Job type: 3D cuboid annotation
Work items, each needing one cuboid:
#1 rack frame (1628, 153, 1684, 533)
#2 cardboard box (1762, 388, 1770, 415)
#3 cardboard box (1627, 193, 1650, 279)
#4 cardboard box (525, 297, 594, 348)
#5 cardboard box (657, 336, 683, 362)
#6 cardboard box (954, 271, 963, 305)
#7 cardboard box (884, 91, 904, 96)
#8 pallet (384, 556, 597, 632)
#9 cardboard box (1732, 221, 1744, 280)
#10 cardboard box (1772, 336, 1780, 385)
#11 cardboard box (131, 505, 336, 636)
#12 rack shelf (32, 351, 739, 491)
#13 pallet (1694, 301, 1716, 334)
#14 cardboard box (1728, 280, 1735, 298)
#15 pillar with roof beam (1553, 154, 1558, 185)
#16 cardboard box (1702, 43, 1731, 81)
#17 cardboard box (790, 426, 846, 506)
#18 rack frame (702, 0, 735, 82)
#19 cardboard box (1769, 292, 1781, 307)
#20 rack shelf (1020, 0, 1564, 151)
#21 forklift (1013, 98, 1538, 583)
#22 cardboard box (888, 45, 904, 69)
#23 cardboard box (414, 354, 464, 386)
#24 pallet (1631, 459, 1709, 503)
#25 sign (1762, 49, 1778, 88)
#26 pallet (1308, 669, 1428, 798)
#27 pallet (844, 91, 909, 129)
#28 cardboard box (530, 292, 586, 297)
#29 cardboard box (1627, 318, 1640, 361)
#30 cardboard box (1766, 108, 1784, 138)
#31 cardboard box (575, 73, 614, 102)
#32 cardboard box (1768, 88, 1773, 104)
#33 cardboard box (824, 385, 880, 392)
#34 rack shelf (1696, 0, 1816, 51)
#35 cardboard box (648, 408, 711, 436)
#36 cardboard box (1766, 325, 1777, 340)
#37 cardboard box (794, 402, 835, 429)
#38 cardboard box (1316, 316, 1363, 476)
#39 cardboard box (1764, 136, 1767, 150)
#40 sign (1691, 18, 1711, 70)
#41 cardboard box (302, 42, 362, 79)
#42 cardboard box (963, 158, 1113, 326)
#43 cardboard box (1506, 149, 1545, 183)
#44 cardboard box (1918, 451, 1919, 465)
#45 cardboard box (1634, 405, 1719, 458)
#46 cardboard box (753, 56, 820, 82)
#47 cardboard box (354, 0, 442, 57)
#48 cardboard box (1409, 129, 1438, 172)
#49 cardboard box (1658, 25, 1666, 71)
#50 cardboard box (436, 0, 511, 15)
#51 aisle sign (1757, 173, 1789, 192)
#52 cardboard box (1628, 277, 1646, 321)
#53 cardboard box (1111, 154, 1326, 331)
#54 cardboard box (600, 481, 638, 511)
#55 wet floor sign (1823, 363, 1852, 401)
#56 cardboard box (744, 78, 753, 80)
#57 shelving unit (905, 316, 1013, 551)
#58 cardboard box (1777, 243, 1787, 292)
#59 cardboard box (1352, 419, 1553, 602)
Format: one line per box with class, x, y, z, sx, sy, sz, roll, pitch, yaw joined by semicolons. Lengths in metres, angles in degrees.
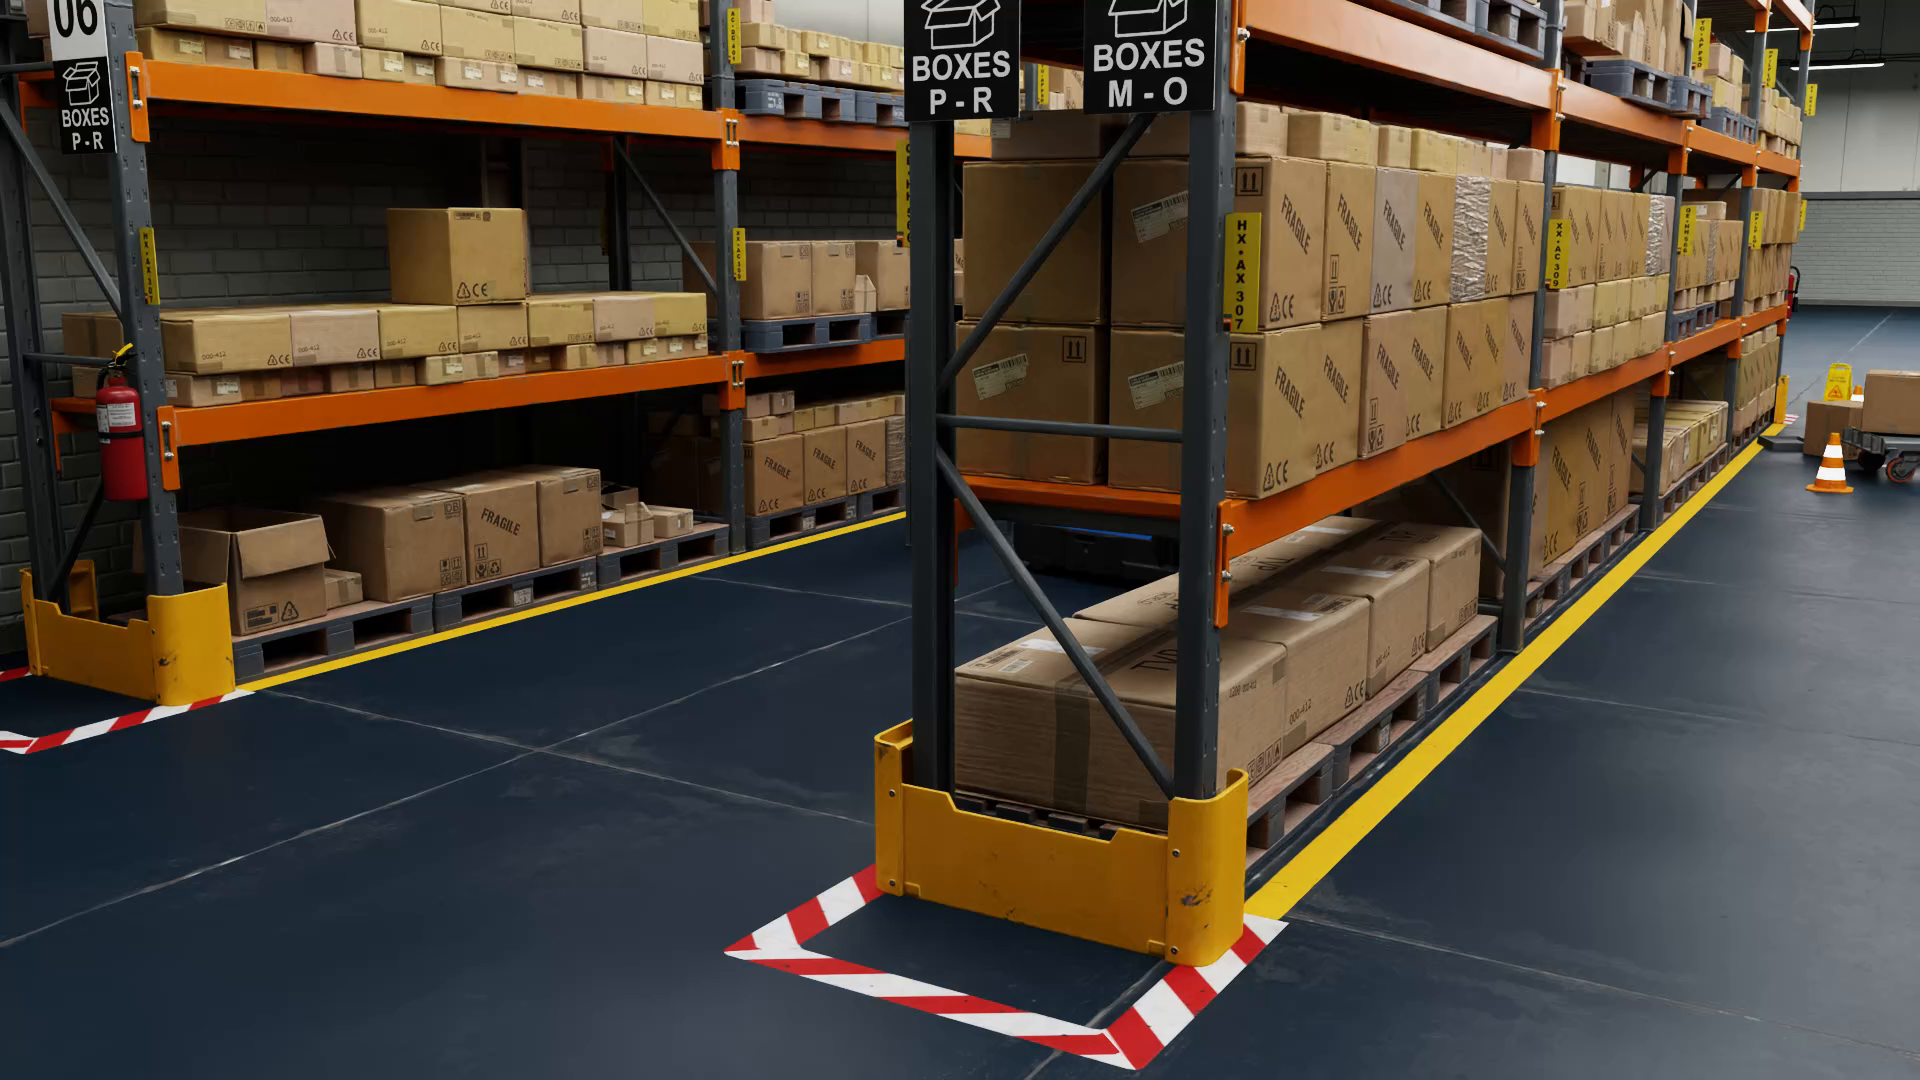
rack frame;4.458;-1.583;11.674;1.000;3.000;0.127;6;12;31
cardboard box;8.146;-1.463;17.361;0.500;0.250;0.500;6;12;31
cardboard box;3.890;-1.859;10.156;0.500;0.500;0.500;6;12;31
cardboard box;-2.437;-1.239;9.437;0.500;0.250;0.500;6;12;30
cardboard box;-1.929;-1.187;10.240;0.380;0.149;0.250;7;13;32
cardboard box;-0.058;-1.993;13.127;0.500;0.250;0.500;6;12;28
cardboard box;-0.455;-3.375;12.417;0.380;0.149;0.250;7;13;32
pallet;-2.853;0.244;9.495;1.003;0.211;1.213;6;12;31
cardboard box;6.491;-2.519;14.454;0.500;0.500;0.500;6;12;30
cardboard box;8.418;-1.914;17.734;0.500;0.500;0.500;6;12;31
cardboard box;-3.541;0.135;8.140;0.797;0.503;0.637;6;12;28
rack shelf;-2.901;-0.760;9.230;1.077;0.370;4.000;6;12;31
pallet;5.451;-1.804;13.375;1.003;0.211;1.213;6;12;31
cardboard box;6.503;-2.188;14.446;0.380;0.149;0.250;7;12;32
pillar with roof beam;16.260;-8.660;33.172;9.100;9.000;0.548;6;12;31
cardboard box;5.832;-3.799;13.267;0.500;0.250;0.500;7;12;32
cardboard box;-1.152;-0.545;11.779;0.500;0.500;0.500;6;12;30
rack frame;-1.863;-4.377;10.291;1.000;3.000;0.127;6;12;31
cardboard box;8.304;-2.507;17.289;0.380;0.149;0.250;7;12;32
rack shelf;1.343;-1.760;6.424;1.077;0.370;4.000;6;12;31
forklift;1.784;-1.151;9.549;3.031;2.935;1.130;9;14;39
cardboard box;-0.584;-3.433;11.866;0.380;0.149;0.250;6;12;31
cardboard box;-2.823;-0.899;8.699;0.380;0.149;0.250;6;12;29
pallet;5.499;-0.526;13.607;1.003;0.211;1.213;6;12;31
sign;7.011;-4.082;14.394;0.100;0.325;0.005;6;12;31
pallet;1.287;0.721;6.942;1.003;0.211;1.213;6;12;31
pallet;-0.929;-3.069;11.970;1.213;0.211;1.003;6;12;31
cardboard box;-2.605;-1.369;10.127;0.500;0.250;0.500;6;12;30
cardboard box;3.890;-1.246;10.278;0.500;0.250;0.500;6;12;30
cardboard box;7.528;-3.962;15.827;0.500;0.250;0.500;7;12;31
cardboard box;-2.205;-2.576;9.509;0.380;0.149;0.250;6;12;30
cardboard box;7.232;-4.058;15.256;0.380;0.149;0.250;6;12;29
cardboard box;-0.860;-1.136;13.172;0.380;0.149;0.250;6;12;29
rack shelf;7.573;-5.120;16.229;1.077;0.370;4.000;6;12;31
cardboard box;-1.919;-0.810;11.431;0.380;0.149;0.250;6;12;28
cardboard box;8.285;-2.169;17.331;0.380;0.149;0.250;7;13;32
cardboard box;-1.118;-0.892;11.871;0.380;0.149;0.250;6;12;30
cardboard box;1.038;-0.504;5.640;0.500;0.500;0.500;6;12;30
cardboard box;7.436;-3.751;15.783;0.380;0.149;0.250;6;12;29
sign;4.928;-3.296;11.053;0.100;0.325;0.005;6;12;31
cardboard box;-3.097;-2.289;7.977;0.380;0.149;0.250;7;13;32
cardboard box;0.351;-0.964;5.379;0.500;0.500;0.500;7;13;33
cardboard box;2.493;-1.735;7.732;0.380;0.149;0.250;6;12;30
cardboard box;8.792;-0.791;14.875;0.258;0.266;0.396;-2;11;-9
cardboard box;5.894;-0.931;14.190;0.950;0.372;0.625;7;13;34
cardboard box;-1.156;-3.130;11.053;0.380;0.149;0.250;7;12;31
cardboard box;-2.953;-2.550;8.288;0.500;0.250;0.500;6;12;29
cardboard box;1.566;-1.454;6.231;0.380;0.149;0.250;6;12;29
cardboard box;4.042;-2.948;10.036;0.396;0.266;0.258;6;12;29
cardboard box;-2.710;-2.877;8.672;0.500;0.250;0.500;7;13;32
aisle sign;8.891;-4.101;18.059;0.394;0.787;0.004;6;12;31
cardboard box;3.912;-1.491;10.232;0.500;0.250;0.500;6;12;29
cardboard box;0.797;-0.914;5.110;0.500;0.500;0.500;6;12;29
cardboard box;-2.408;-0.231;10.618;0.500;0.311;0.500;7;13;33
wet floor sign;9.624;-1.612;18.225;0.232;0.644;0.267;-8;13;-38
cardboard box;-1.528;-3.172;11.281;0.380;0.149;0.250;6;12;29
shelving unit;0.003;-0.738;11.236;0.431;1.500;0.755;6;12;31
cardboard box;8.301;-2.847;17.343;0.500;0.500;0.500;6;12;31
cardboard box;2.635;-0.221;9.032;0.875;0.875;0.875;7;13;32
